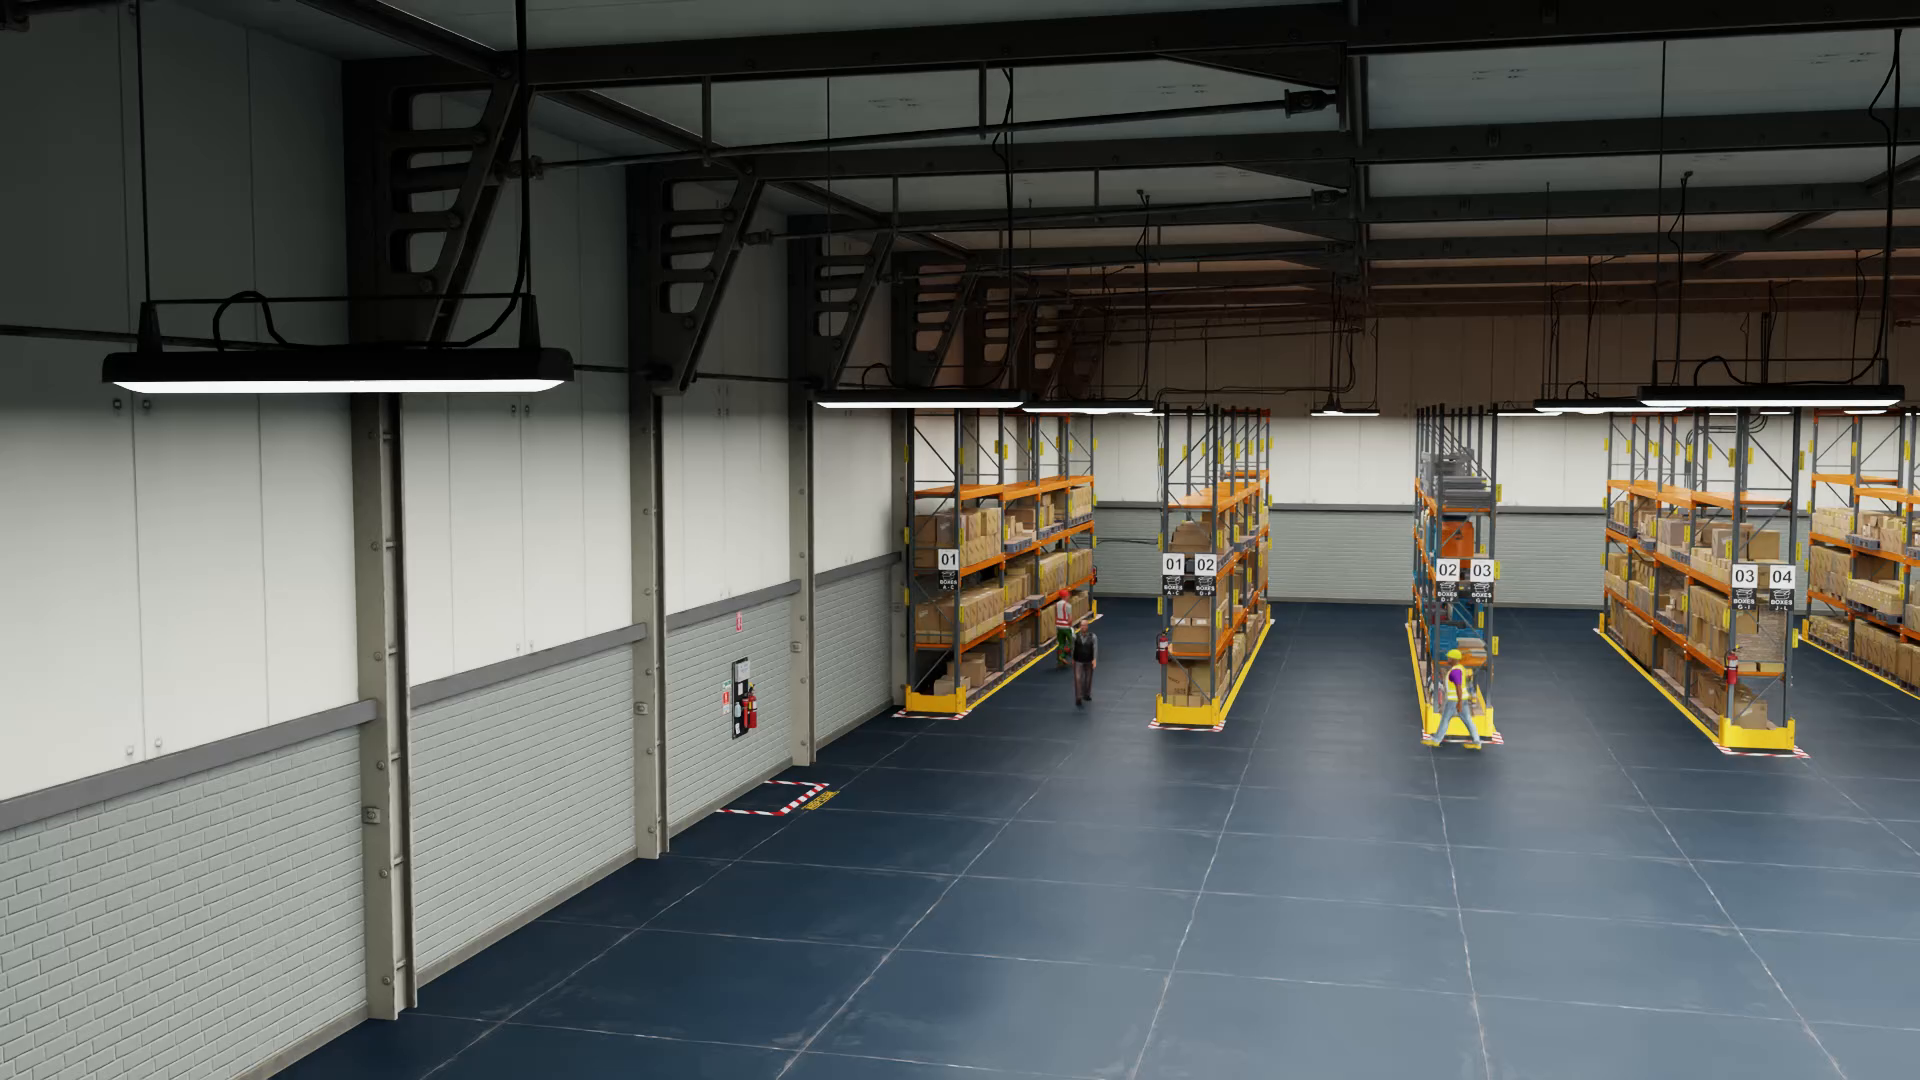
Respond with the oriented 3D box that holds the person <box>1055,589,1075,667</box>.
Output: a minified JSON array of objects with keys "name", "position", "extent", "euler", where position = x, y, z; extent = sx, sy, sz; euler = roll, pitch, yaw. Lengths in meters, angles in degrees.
[{"name":"person","position":[2.378,2.030,38.333],"extent":[0.476,1.791,0.570],"euler":[-3,5,-37]}]

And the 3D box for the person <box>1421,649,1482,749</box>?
[{"name":"person","position":[8.576,2.741,28.869],"extent":[1.019,1.700,0.568],"euler":[3,5,37]}]

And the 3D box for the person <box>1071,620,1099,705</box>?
[{"name":"person","position":[2.493,2.441,33.302],"extent":[0.559,1.672,1.001],"euler":[0,4,5]}]
